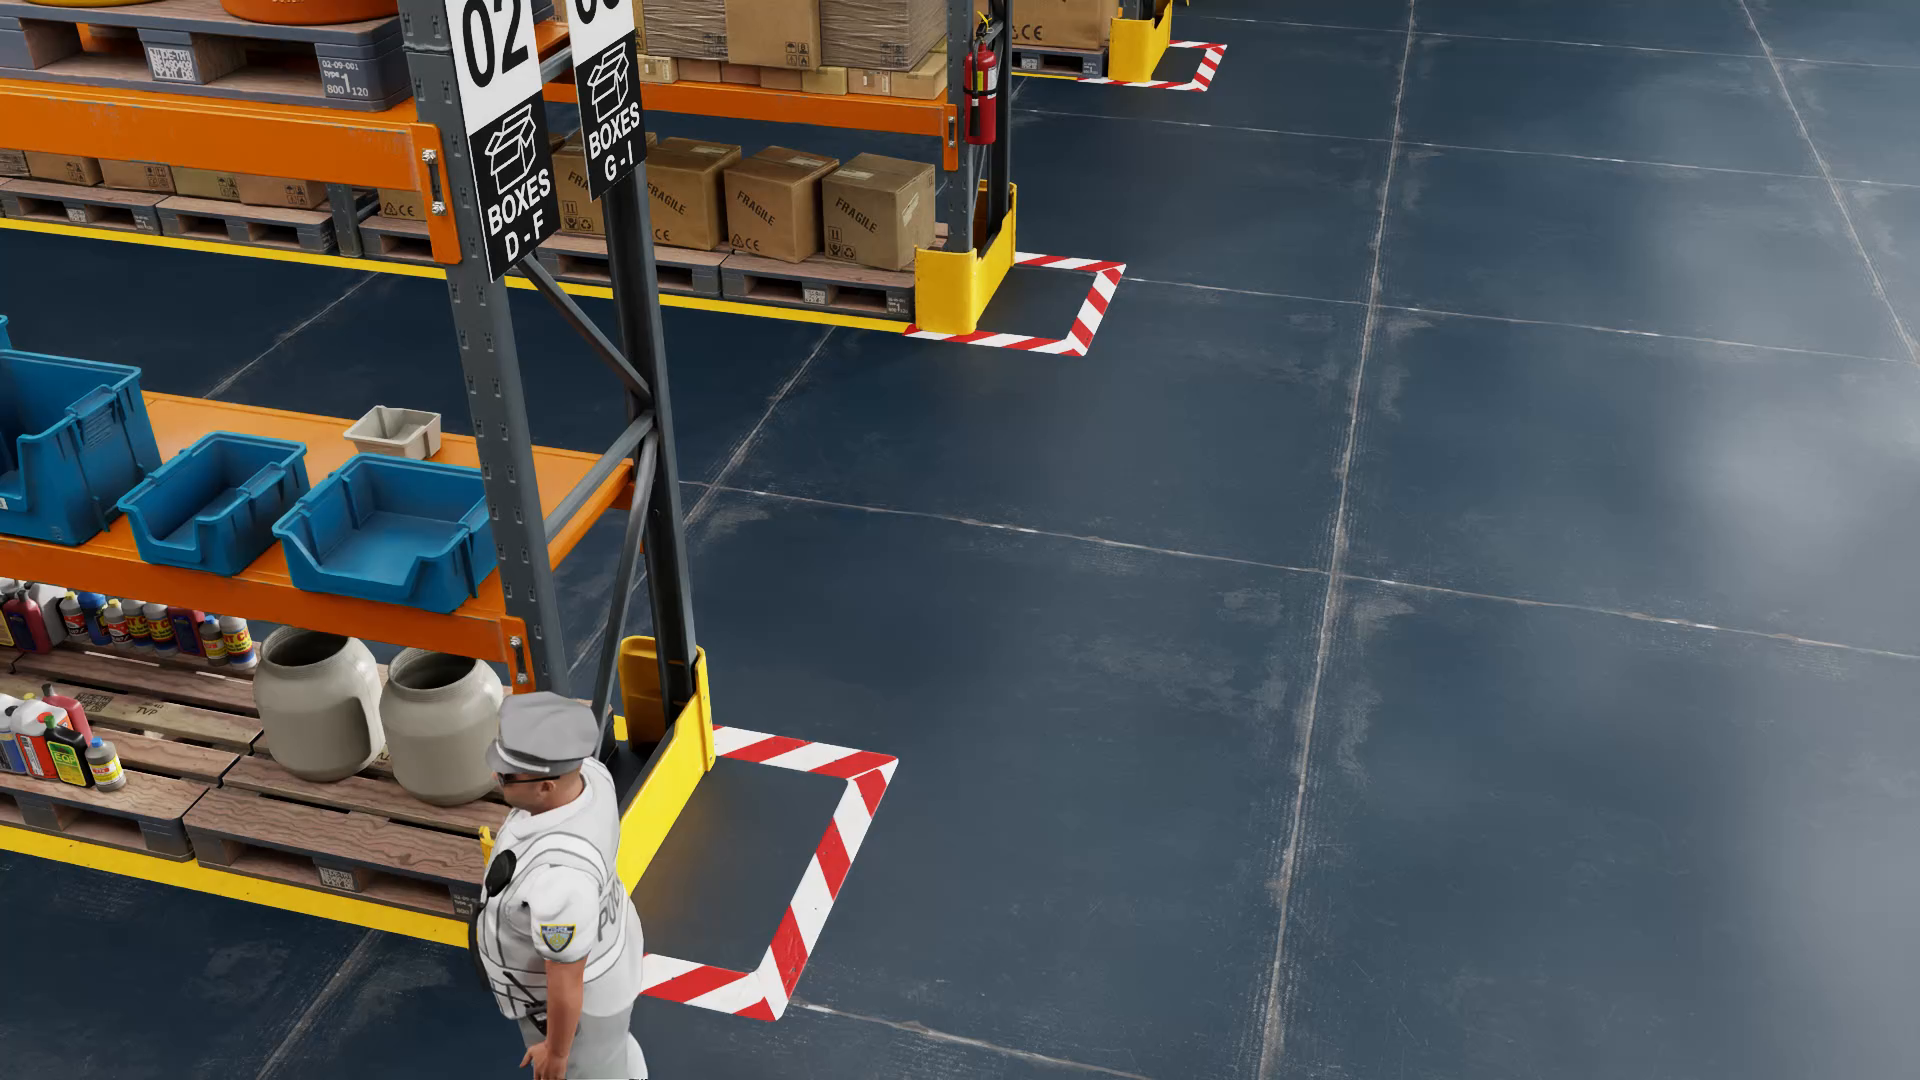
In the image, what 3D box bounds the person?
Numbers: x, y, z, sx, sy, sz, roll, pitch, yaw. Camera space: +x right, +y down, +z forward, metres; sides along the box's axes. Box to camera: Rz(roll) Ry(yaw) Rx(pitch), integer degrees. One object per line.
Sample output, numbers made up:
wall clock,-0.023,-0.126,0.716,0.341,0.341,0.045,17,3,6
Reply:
person,-1.021,1.147,4.334,0.393,1.786,0.534,-3,33,-5
